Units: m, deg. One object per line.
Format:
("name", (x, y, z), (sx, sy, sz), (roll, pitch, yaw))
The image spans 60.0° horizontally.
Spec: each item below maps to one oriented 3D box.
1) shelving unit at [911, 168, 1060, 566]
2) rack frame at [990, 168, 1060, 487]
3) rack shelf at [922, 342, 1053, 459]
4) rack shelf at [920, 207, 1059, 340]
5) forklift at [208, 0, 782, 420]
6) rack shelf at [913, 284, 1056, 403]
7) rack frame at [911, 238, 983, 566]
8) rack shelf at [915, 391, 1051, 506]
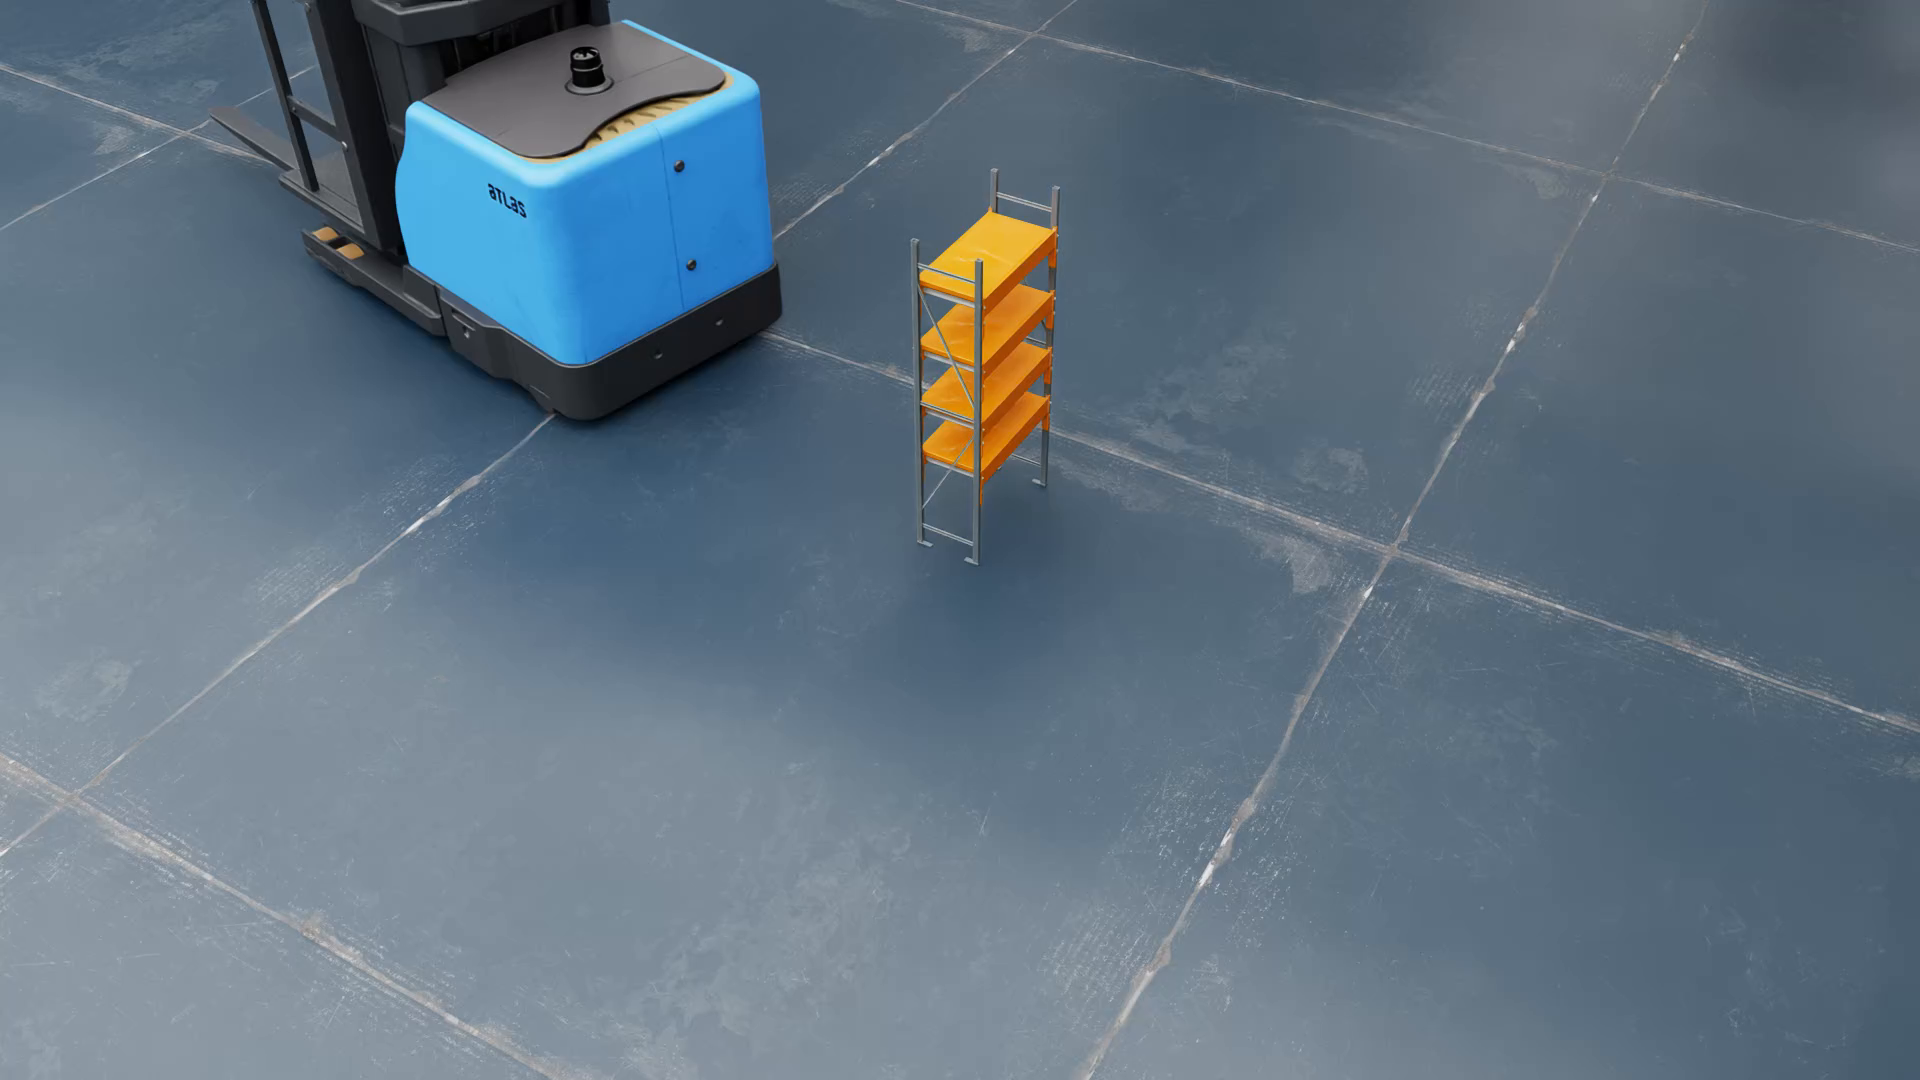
("shelving unit", (0.083, -0.545, 5.461), (0.258, 1.200, 0.503), (21, 45, 22))
("rack frame", (0.205, -0.685, 5.620), (0.240, 1.200, 0.015), (21, 45, 22))
("rack shelf", (0.083, -0.495, 5.505), (0.258, 0.148, 0.480), (21, 45, 22))
("rack shelf", (0.083, -0.840, 5.201), (0.258, 0.148, 0.480), (21, 45, 22))
("forklift", (-2.134, -2.395, 6.252), (3.031, 2.935, 1.130), (32, 50, 31))
("rack shelf", (0.083, -0.662, 5.358), (0.258, 0.148, 0.480), (21, 45, 22))
("rack frame", (-0.039, -0.405, 5.302), (0.240, 1.200, 0.015), (21, 45, 22))
("rack shelf", (0.083, -0.345, 5.637), (0.258, 0.148, 0.480), (21, 45, 22))
